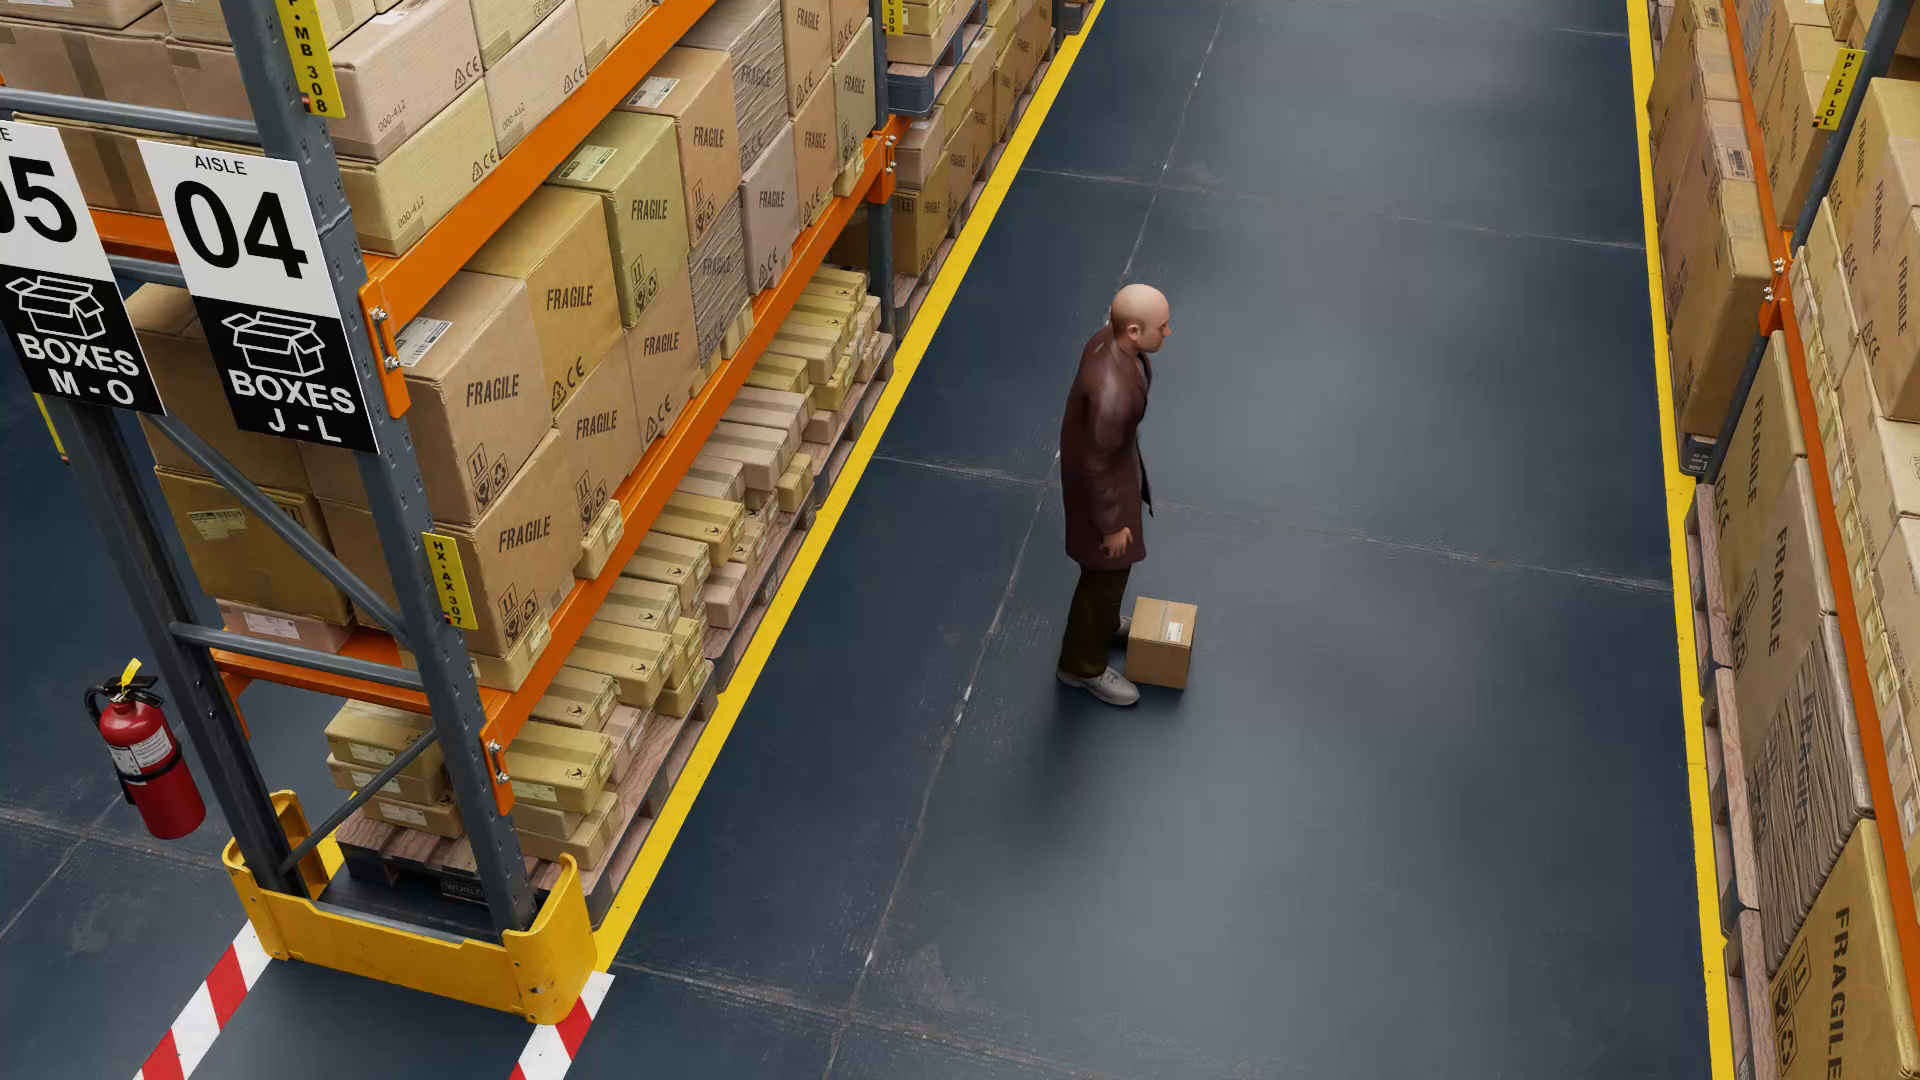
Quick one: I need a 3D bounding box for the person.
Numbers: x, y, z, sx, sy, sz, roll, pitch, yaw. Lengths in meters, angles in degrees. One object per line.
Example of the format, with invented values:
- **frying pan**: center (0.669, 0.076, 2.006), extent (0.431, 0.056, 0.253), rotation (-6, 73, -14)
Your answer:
- **person**: center (0.589, -0.181, 6.430), extent (0.420, 1.711, 0.655), rotation (8, 41, 9)
